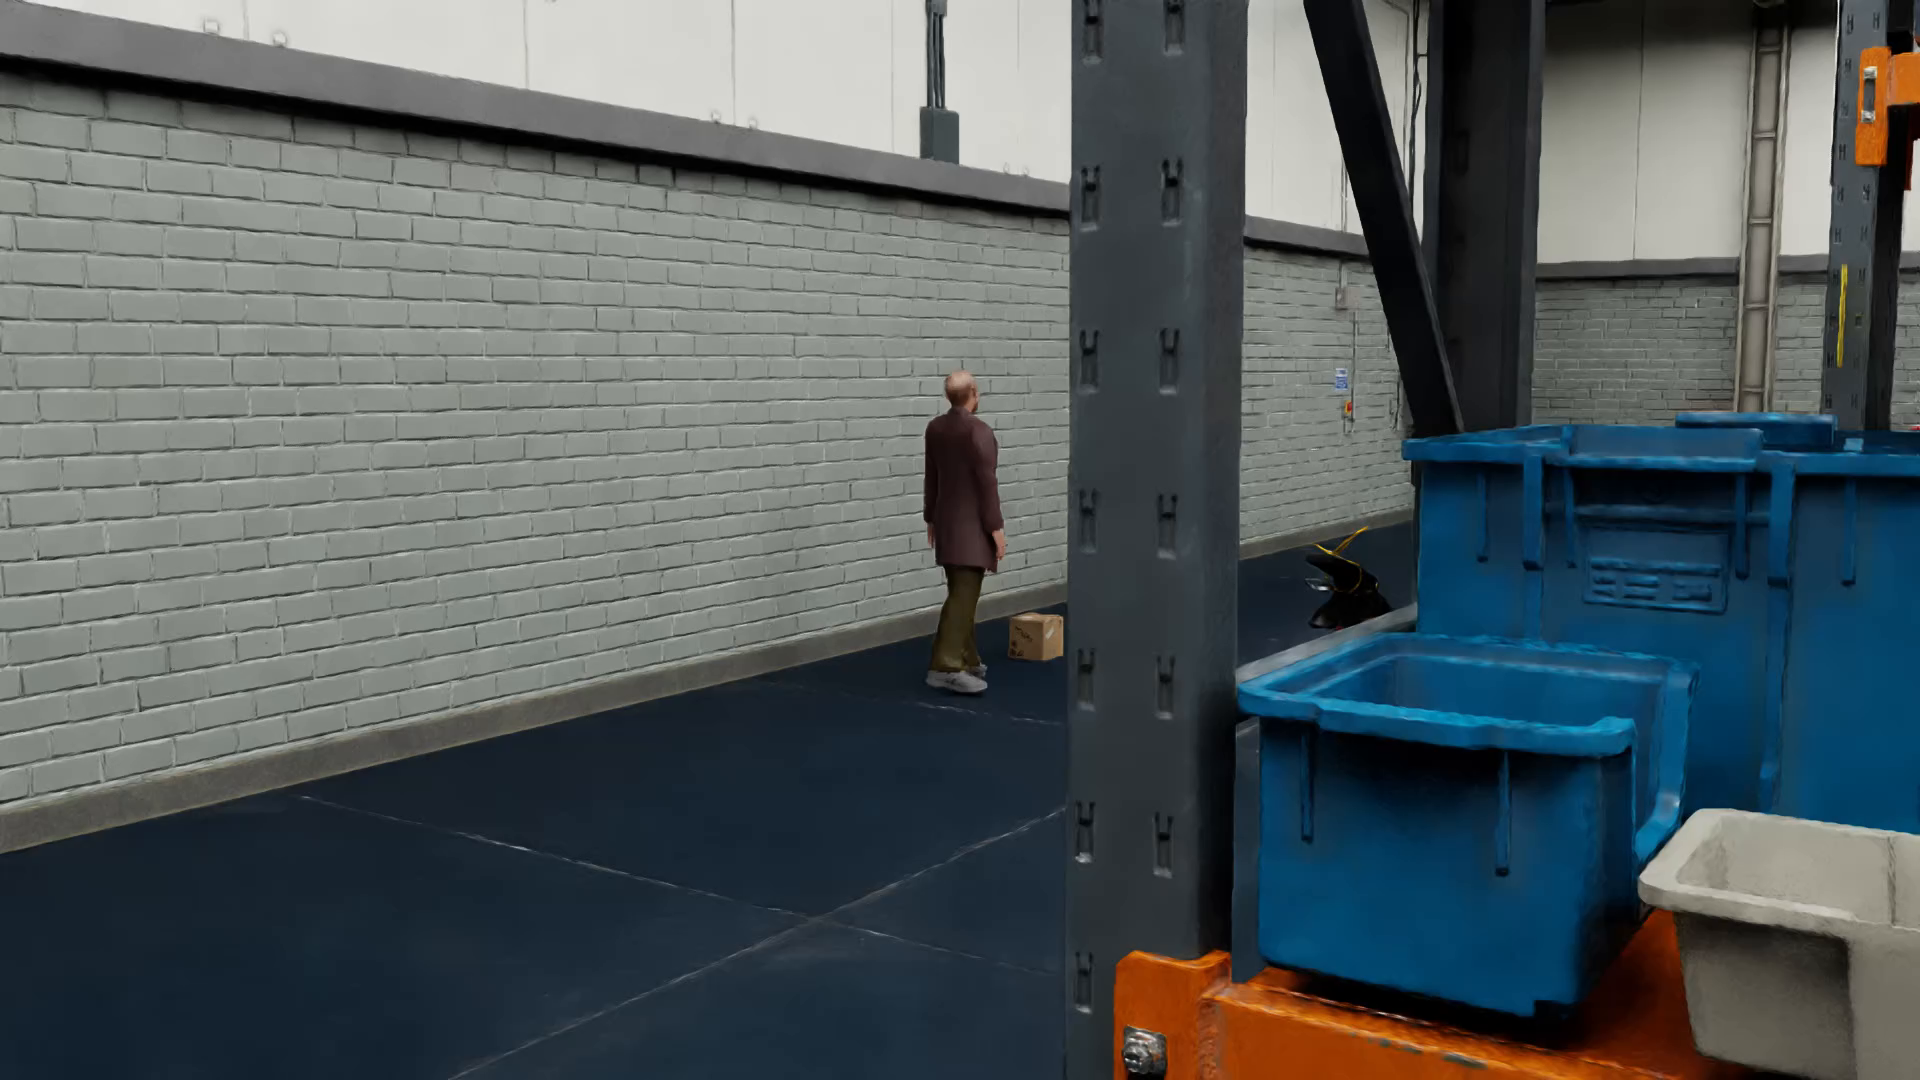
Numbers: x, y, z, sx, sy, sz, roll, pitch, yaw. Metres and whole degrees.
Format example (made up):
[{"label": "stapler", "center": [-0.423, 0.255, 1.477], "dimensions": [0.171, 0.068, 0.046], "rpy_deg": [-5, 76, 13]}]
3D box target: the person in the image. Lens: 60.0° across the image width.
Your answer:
[{"label": "person", "center": [0.006, -0.066, 9.356], "dimensions": [0.564, 1.780, 0.743], "rpy_deg": [-4, 7, -33]}]
